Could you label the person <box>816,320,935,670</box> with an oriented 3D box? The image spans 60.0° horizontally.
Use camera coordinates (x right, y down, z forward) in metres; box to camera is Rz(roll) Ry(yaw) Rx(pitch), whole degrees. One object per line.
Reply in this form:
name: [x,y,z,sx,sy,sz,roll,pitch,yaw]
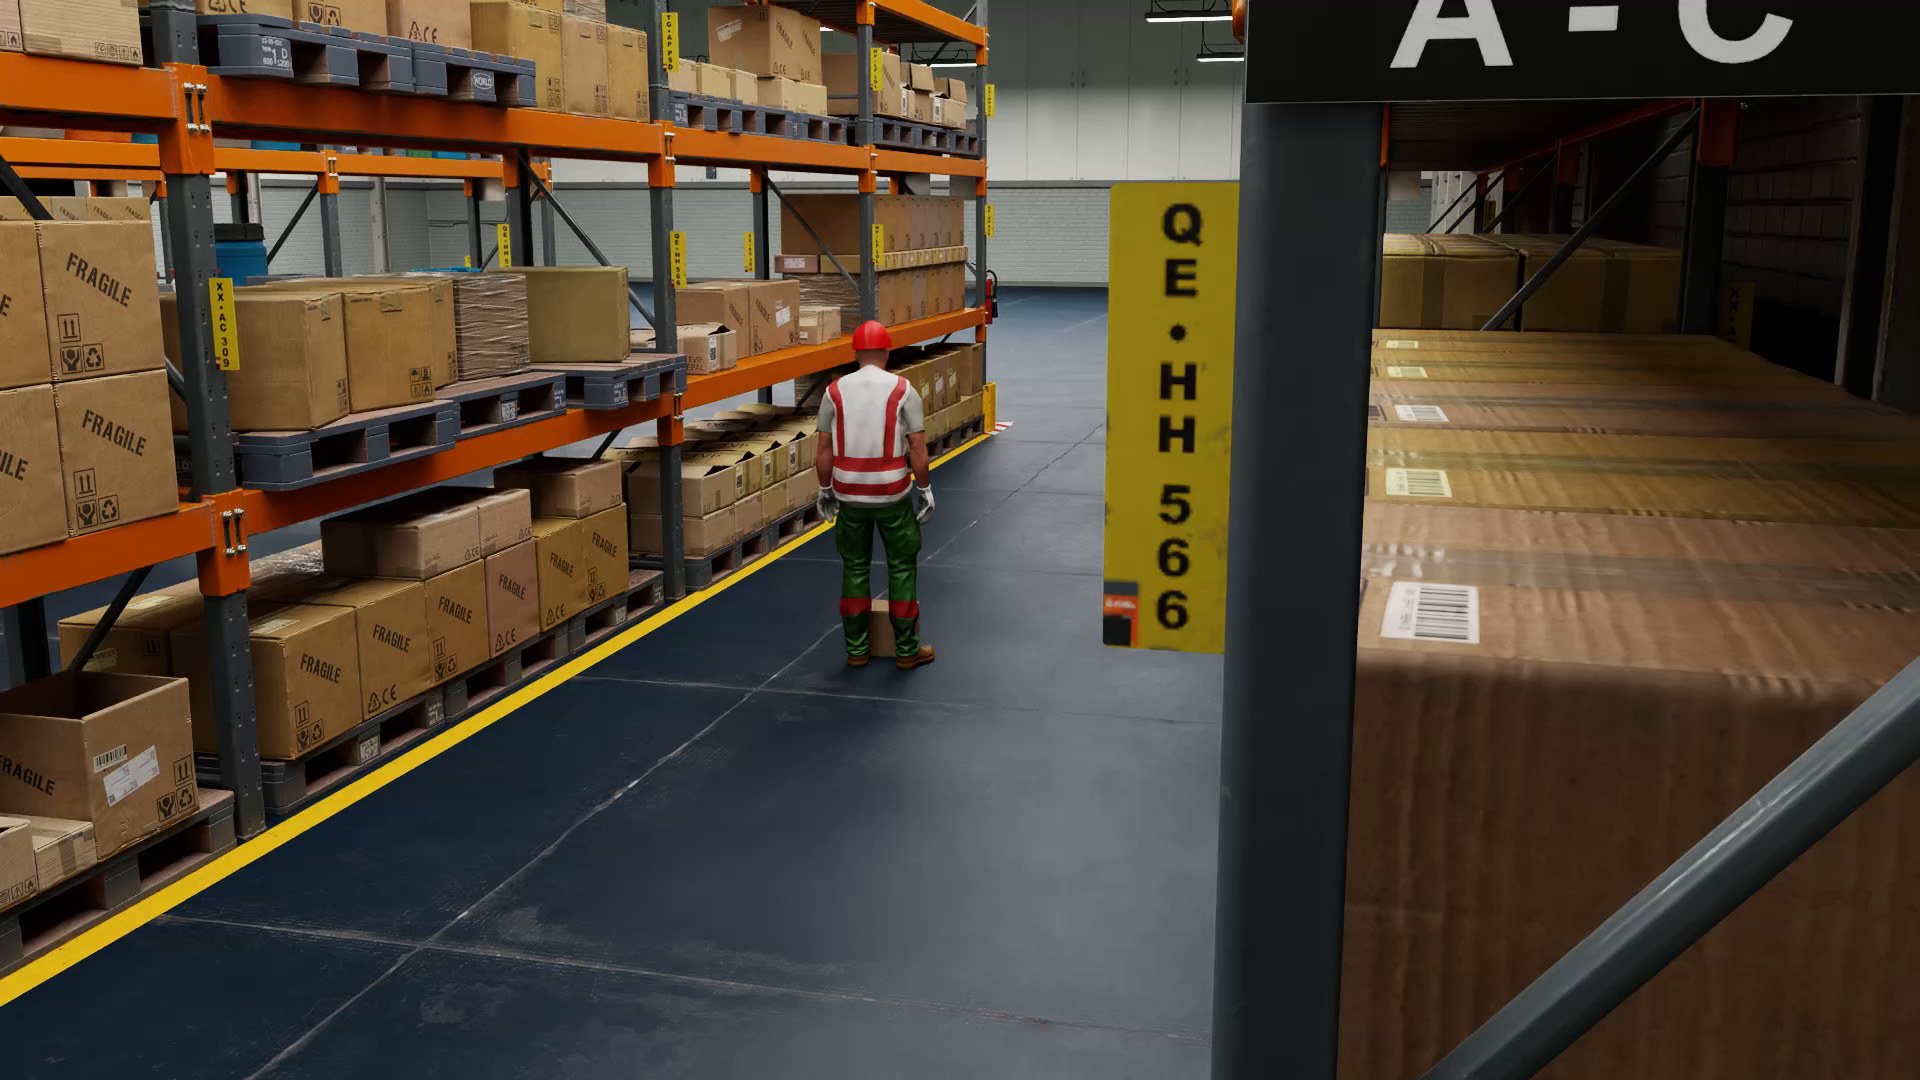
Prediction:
person: [-0.438,-0.232,8.558,0.620,1.780,0.447,2,12,11]
